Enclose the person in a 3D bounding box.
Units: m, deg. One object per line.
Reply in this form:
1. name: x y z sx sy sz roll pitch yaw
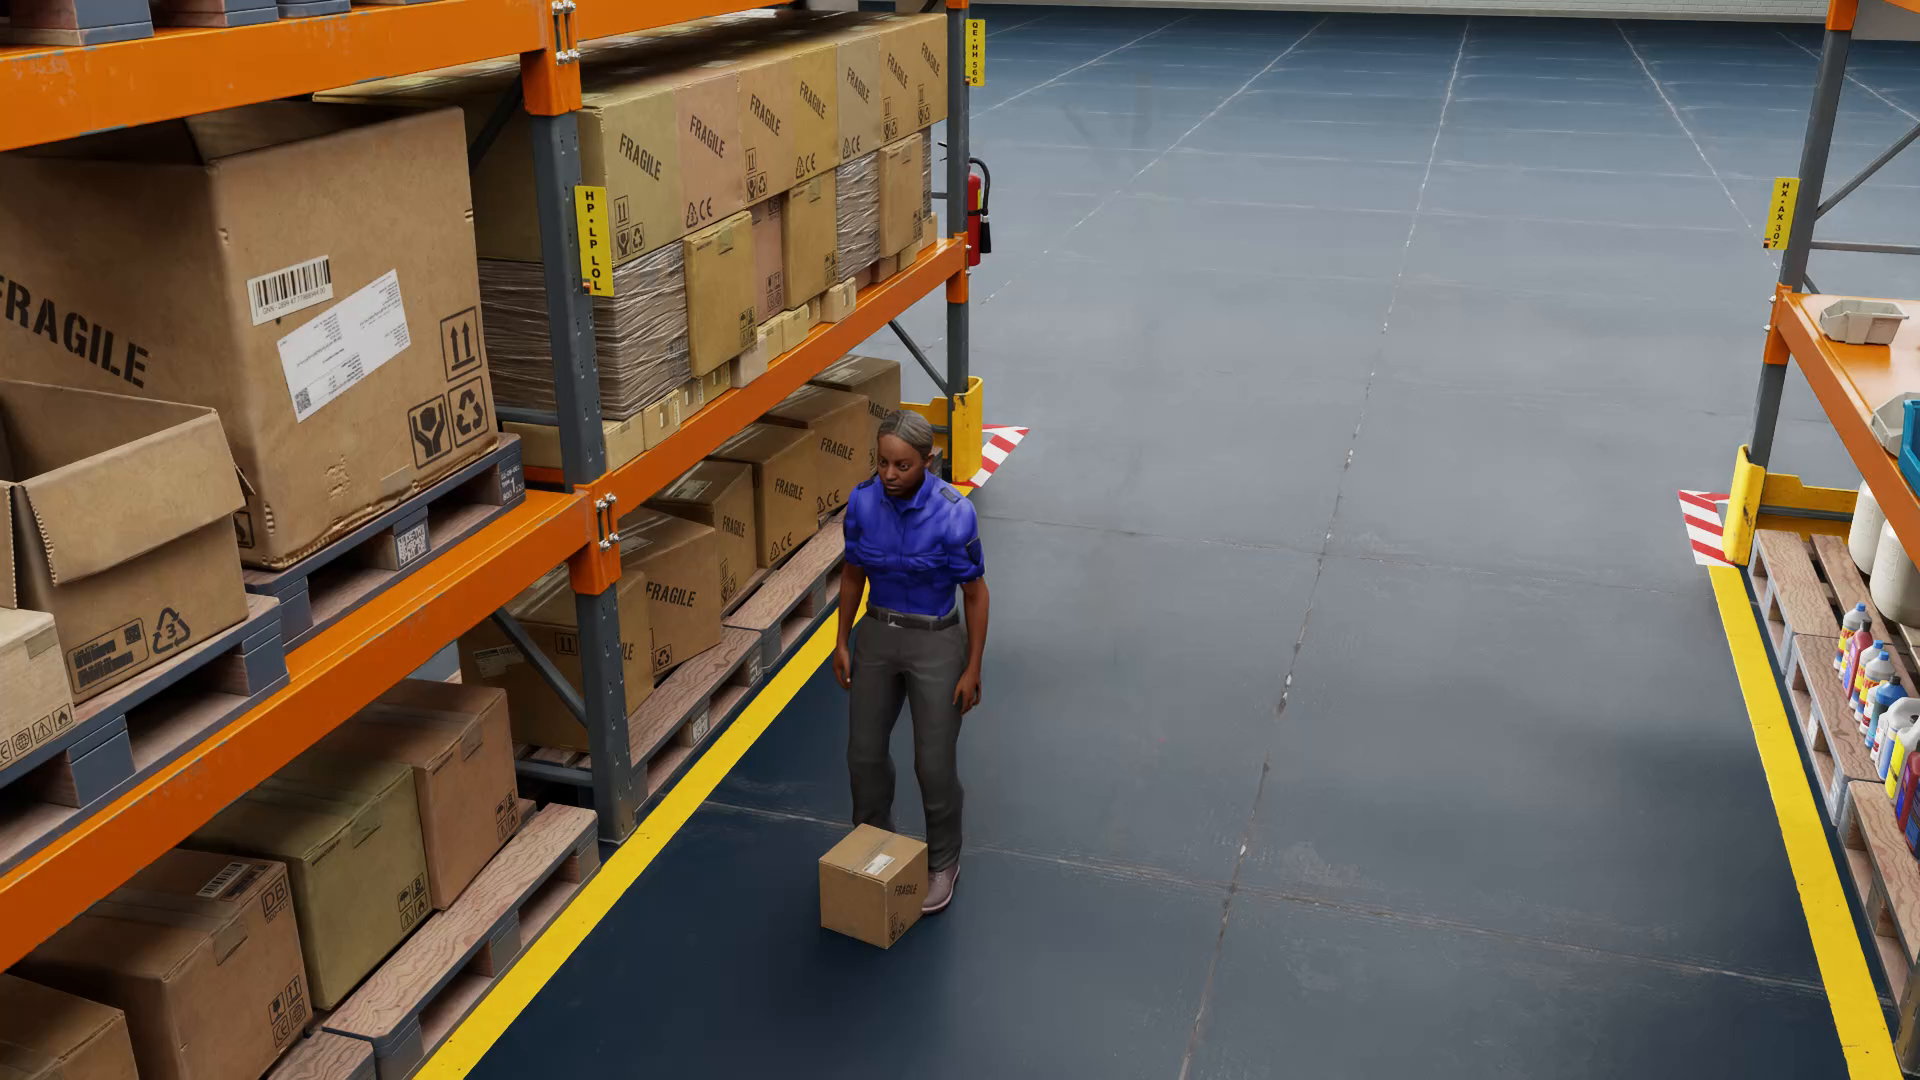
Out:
1. person: -0.171 0.363 5.200 0.532 1.655 0.346 9 24 22
